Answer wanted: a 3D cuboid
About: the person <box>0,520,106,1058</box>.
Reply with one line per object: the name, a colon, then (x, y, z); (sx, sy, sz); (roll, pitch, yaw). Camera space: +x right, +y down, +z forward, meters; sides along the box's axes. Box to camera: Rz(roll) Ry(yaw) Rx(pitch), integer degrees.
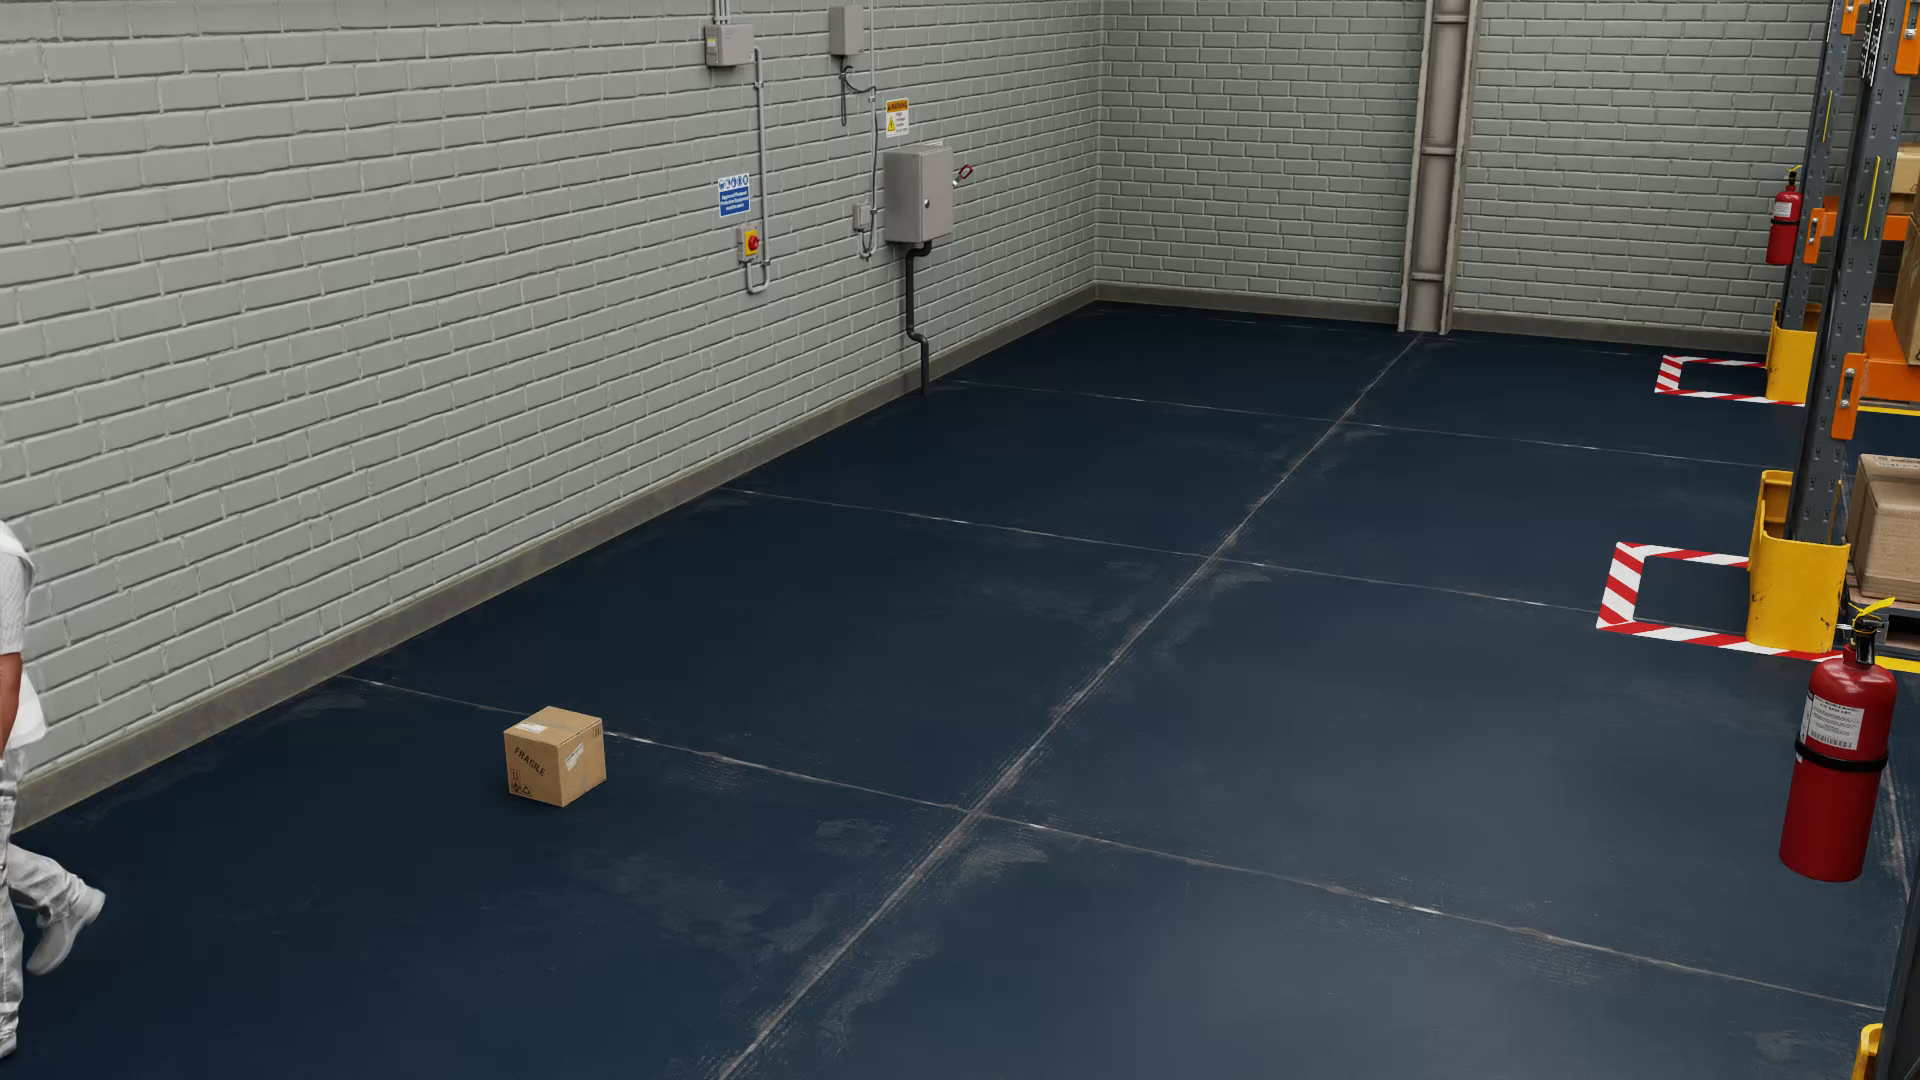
person: (-2.668, 0.531, 4.399); (0.634, 1.781, 0.600); (-17, 25, -40)
